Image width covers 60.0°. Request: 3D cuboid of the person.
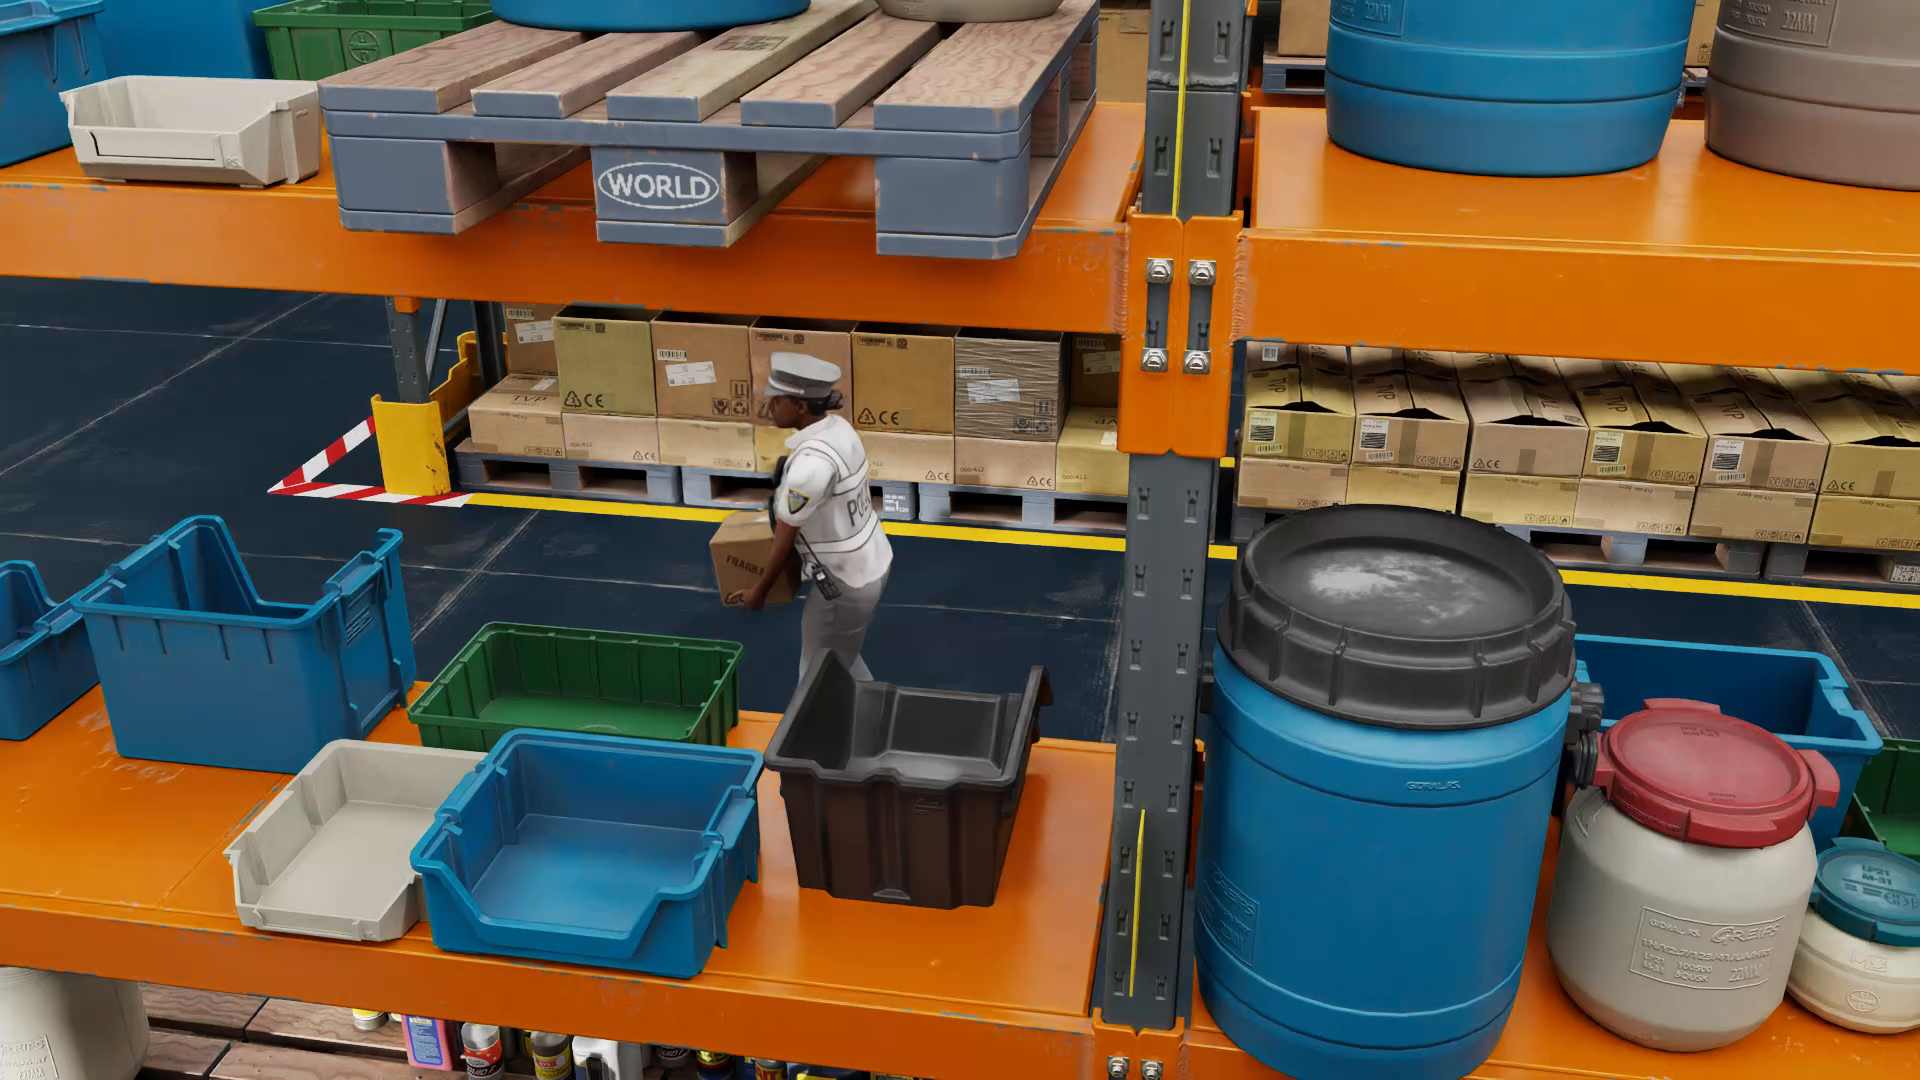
[{"bbox_3d":[-0.434,0.144,5.795,0.391,1.664,0.531,3,25,6],"label":"person"}]
